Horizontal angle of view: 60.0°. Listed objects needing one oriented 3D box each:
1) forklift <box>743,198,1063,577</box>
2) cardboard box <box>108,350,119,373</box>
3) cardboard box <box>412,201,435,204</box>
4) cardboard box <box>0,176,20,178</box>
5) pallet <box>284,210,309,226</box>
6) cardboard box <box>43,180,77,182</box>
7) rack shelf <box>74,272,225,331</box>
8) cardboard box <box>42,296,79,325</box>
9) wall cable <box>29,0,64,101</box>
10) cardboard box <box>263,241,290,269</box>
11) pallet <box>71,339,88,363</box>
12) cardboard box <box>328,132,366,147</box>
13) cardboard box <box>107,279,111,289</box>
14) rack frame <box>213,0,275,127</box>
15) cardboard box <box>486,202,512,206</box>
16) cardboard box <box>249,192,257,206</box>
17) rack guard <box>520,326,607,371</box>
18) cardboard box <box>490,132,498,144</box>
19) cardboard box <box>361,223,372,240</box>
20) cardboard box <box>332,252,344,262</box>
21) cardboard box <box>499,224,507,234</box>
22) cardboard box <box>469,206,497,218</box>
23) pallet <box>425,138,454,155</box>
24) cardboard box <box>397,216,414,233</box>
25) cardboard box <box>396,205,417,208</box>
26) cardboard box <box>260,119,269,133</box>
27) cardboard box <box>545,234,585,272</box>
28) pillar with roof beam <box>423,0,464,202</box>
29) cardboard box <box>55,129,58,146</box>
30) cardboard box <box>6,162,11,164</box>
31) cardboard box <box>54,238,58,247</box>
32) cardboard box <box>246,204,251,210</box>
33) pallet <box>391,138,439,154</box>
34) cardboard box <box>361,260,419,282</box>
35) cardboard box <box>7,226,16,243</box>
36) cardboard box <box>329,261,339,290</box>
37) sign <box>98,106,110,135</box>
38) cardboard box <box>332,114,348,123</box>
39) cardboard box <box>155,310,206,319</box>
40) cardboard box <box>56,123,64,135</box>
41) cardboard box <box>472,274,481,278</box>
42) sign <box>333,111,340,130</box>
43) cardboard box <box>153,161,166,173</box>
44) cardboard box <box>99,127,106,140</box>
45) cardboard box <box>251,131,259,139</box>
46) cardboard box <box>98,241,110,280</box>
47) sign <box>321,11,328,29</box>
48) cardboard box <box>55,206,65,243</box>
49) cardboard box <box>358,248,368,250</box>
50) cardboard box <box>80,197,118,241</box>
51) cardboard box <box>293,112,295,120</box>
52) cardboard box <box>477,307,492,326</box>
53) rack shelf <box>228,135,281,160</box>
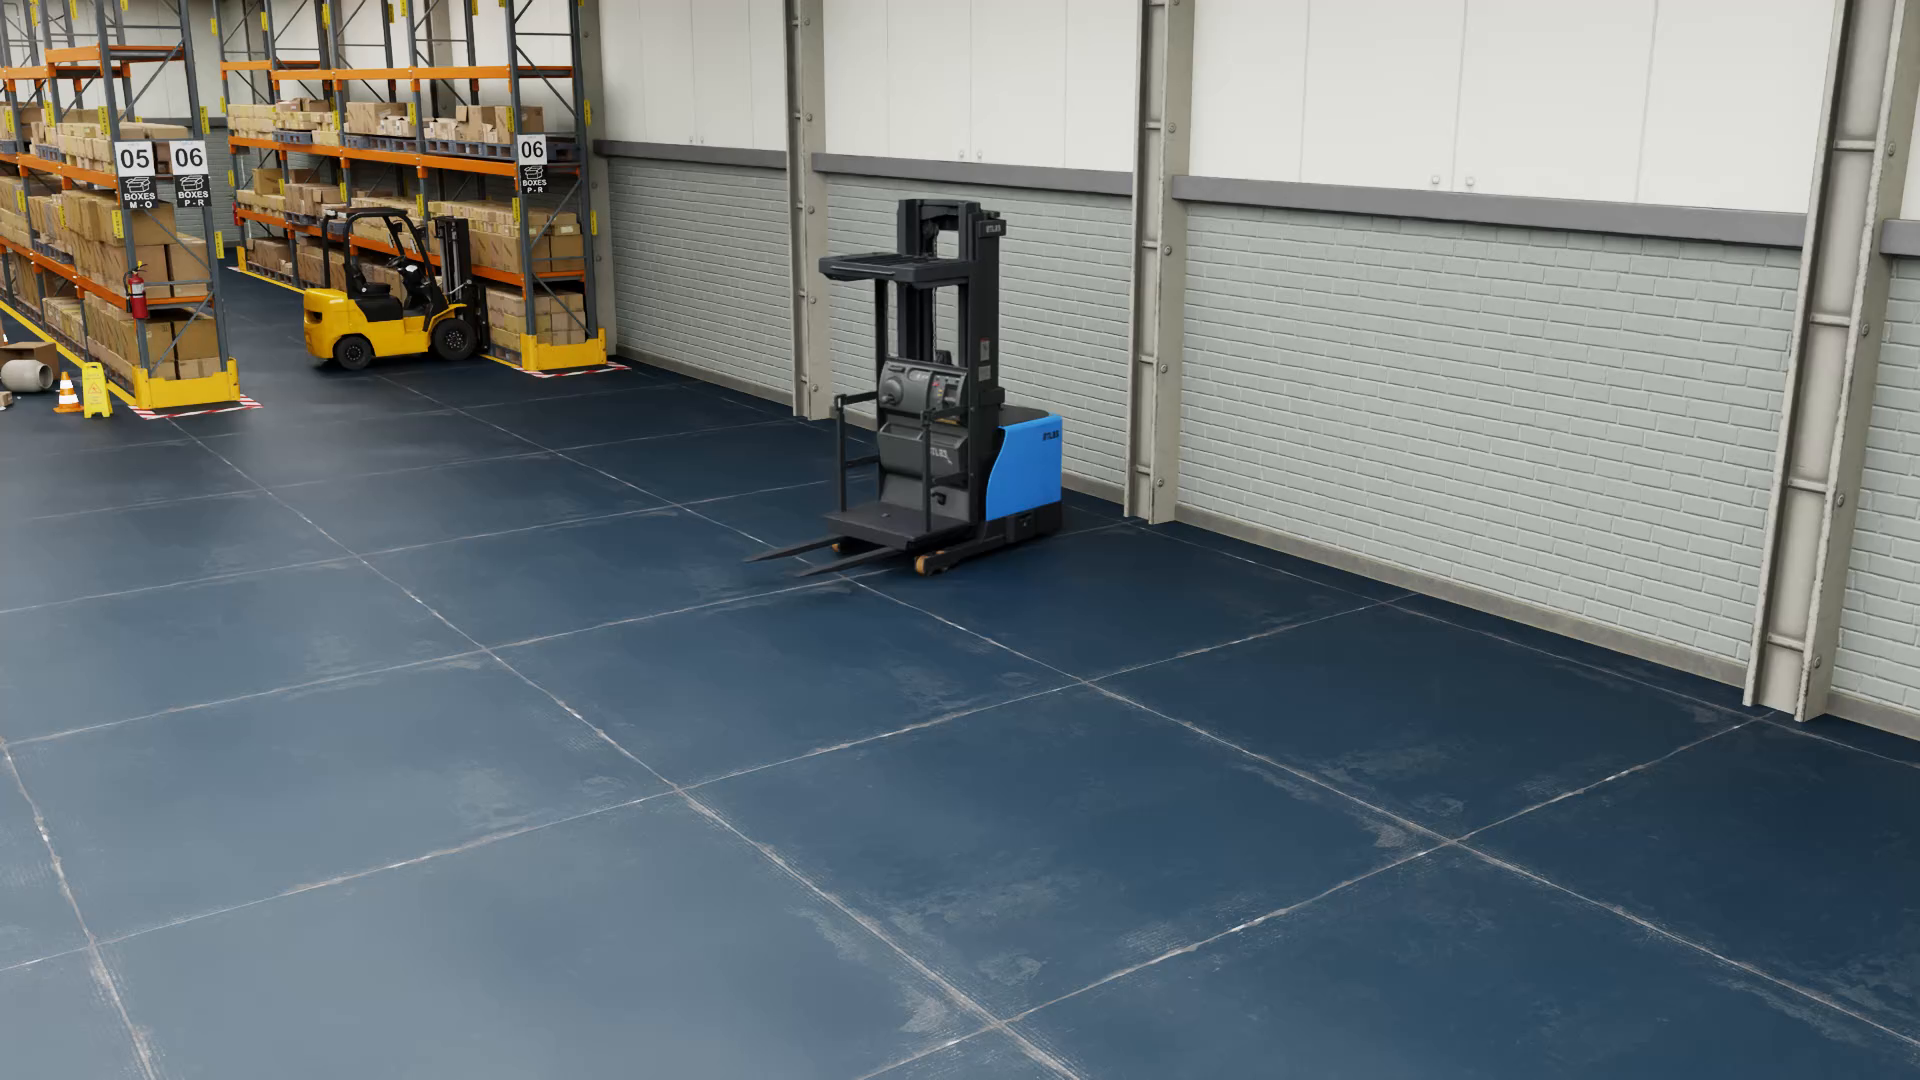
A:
[{"bbox_3d":[-0.455,-1.275,13.683,1.130,2.935,3.031,14,20,41],"label":"forklift"},{"bbox_3d":[-10.938,-2.386,22.024,0.500,0.250,0.500,-12,19,-37],"label":"cardboard box"},{"bbox_3d":[-9.053,-5.634,28.060,0.380,0.149,0.250,-10,18,-33],"label":"cardboard box"},{"bbox_3d":[-16.665,-6.110,29.136,0.500,0.500,0.500,-11,19,-34],"label":"cardboard box"},{"bbox_3d":[-12.296,-6.209,31.945,1.003,0.211,1.213,-11,19,-35],"label":"pallet"},{"bbox_3d":[-15.022,-5.755,27.839,0.500,0.500,0.500,-10,18,-33],"label":"cardboard box"},{"bbox_3d":[-10.811,-3.236,22.080,1.077,0.370,4.000,-11,19,-35],"label":"rack shelf"},{"bbox_3d":[-14.015,-3.677,26.511,0.950,0.372,0.625,-12,20,-38],"label":"cardboard box"},{"bbox_3d":[-19.730,-11.196,38.364,2.988,3.039,0.133,-11,19,-35],"label":"wall cable"},{"bbox_3d":[-14.046,-5.878,34.311,0.500,0.500,0.500,-10,18,-34],"label":"cardboard box"},{"bbox_3d":[-12.446,-2.831,24.520,1.003,0.211,1.213,-11,19,-35],"label":"pallet"},{"bbox_3d":[-10.824,-7.082,29.371,0.500,0.250,0.500,-12,19,-36],"label":"cardboard box"},{"bbox_3d":[-10.837,-3.344,21.587,0.380,0.149,0.250,-11,19,-35],"label":"cardboard box"},{"bbox_3d":[-15.030,-10.237,34.934,1.000,3.000,0.127,-11,19,-35],"label":"rack frame"},{"bbox_3d":[-7.064,-5.107,25.570,0.380,0.149,0.250,-11,19,-36],"label":"cardboard box"},{"bbox_3d":[-14.384,-7.061,34.413,0.500,0.250,0.500,-11,19,-36],"label":"cardboard box"},{"bbox_3d":[-5.608,-2.716,23.554,1.175,0.500,0.348,-11,19,-35],"label":"rack guard"},{"bbox_3d":[-6.355,-5.633,23.286,0.380,0.149,0.250,-12,19,-36],"label":"cardboard box"},{"bbox_3d":[-9.971,-5.322,28.624,0.500,0.250,0.500,-11,19,-36],"label":"cardboard box"},{"bbox_3d":[-11.392,-5.245,30.767,0.380,0.149,0.250,-11,19,-35],"label":"cardboard box"},{"bbox_3d":[-6.330,-4.434,23.675,0.380,0.149,0.250,-10,18,-34],"label":"cardboard box"},{"bbox_3d":[-7.044,-4.859,24.664,0.380,0.149,0.250,-11,19,-34],"label":"cardboard box"},{"bbox_3d":[-7.452,-6.007,25.329,1.003,0.211,1.213,-11,19,-35],"label":"pallet"},{"bbox_3d":[-8.778,-5.124,26.953,0.500,0.250,0.500,-11,19,-36],"label":"cardboard box"},{"bbox_3d":[-8.988,-5.395,27.187,0.380,0.149,0.250,-11,19,-36],"label":"cardboard box"},{"bbox_3d":[-13.478,-8.181,32.824,0.500,0.250,0.500,-12,19,-36],"label":"cardboard box"},{"bbox_3d":[-5.689,-4.124,23.774,0.500,0.500,0.500,-10,18,-33],"label":"cardboard box"},{"bbox_3d":[-12.313,-7.722,25.745,9.100,9.000,0.400,-11,19,-35],"label":"pillar with roof beam"},{"bbox_3d":[-12.448,-5.689,23.488,0.500,0.250,0.500,-11,19,-36],"label":"cardboard box"},{"bbox_3d":[-17.736,-7.047,31.331,0.380,0.149,0.250,-10,18,-33],"label":"cardboard box"},{"bbox_3d":[-13.387,-4.495,24.997,0.380,0.149,0.250,-10,18,-33],"label":"cardboard box"},{"bbox_3d":[-14.872,-7.063,35.175,0.380,0.149,0.250,-10,18,-33],"label":"cardboard box"},{"bbox_3d":[-8.503,-6.322,26.674,0.805,0.209,1.217,-12,19,-37],"label":"pallet"},{"bbox_3d":[-9.970,-4.557,29.248,0.875,0.625,0.625,-10,18,-33],"label":"cardboard box"},{"bbox_3d":[-15.765,-5.181,28.107,0.500,0.250,0.500,-11,19,-35],"label":"cardboard box"},{"bbox_3d":[-11.344,-4.909,30.770,0.500,0.500,0.500,-10,18,-32],"label":"cardboard box"},{"bbox_3d":[-10.096,-4.948,19.613,0.100,0.325,0.005,-11,19,-35],"label":"sign"},{"bbox_3d":[-10.768,-7.373,29.117,0.380,0.149,0.250,-10,18,-33],"label":"cardboard box"},{"bbox_3d":[-10.211,-2.725,21.843,0.500,0.500,0.500,-12,19,-37],"label":"cardboard box"},{"bbox_3d":[-12.066,-5.602,22.647,0.380,0.149,0.250,-11,19,-36],"label":"cardboard box"},{"bbox_3d":[-7.528,-4.065,26.265,0.500,0.250,0.500,-10,18,-33],"label":"cardboard box"},{"bbox_3d":[-10.766,-7.248,28.714,0.100,0.325,0.005,-11,19,-35],"label":"sign"},{"bbox_3d":[-9.794,-4.645,20.659,0.380,0.149,0.250,-12,19,-36],"label":"cardboard box"},{"bbox_3d":[-10.358,-5.005,20.465,0.380,0.149,0.250,-11,19,-35],"label":"cardboard box"},{"bbox_3d":[-14.057,-8.170,33.540,0.380,0.149,0.250,-10,18,-33],"label":"cardboard box"},{"bbox_3d":[-10.759,-3.636,21.425,0.500,0.500,0.500,-11,19,-35],"label":"cardboard box"},{"bbox_3d":[-12.232,-9.998,31.988,0.100,0.325,0.005,-11,19,-35],"label":"sign"},{"bbox_3d":[-12.737,-4.573,24.054,0.500,0.500,0.500,-11,19,-34],"label":"cardboard box"},{"bbox_3d":[-11.309,-5.437,31.470,0.380,0.149,0.250,-12,19,-37],"label":"cardboard box"},{"bbox_3d":[-10.787,-4.107,21.254,0.700,0.500,0.500,-11,19,-35],"label":"cardboard box"},{"bbox_3d":[-12.157,-7.875,30.911,0.380,0.149,0.250,-11,19,-34],"label":"cardboard box"},{"bbox_3d":[-6.768,-3.316,24.475,0.500,0.250,0.500,-11,19,-36],"label":"cardboard box"},{"bbox_3d":[-13.854,-8.017,33.864,1.077,0.370,4.000,-11,19,-35],"label":"rack shelf"}]
